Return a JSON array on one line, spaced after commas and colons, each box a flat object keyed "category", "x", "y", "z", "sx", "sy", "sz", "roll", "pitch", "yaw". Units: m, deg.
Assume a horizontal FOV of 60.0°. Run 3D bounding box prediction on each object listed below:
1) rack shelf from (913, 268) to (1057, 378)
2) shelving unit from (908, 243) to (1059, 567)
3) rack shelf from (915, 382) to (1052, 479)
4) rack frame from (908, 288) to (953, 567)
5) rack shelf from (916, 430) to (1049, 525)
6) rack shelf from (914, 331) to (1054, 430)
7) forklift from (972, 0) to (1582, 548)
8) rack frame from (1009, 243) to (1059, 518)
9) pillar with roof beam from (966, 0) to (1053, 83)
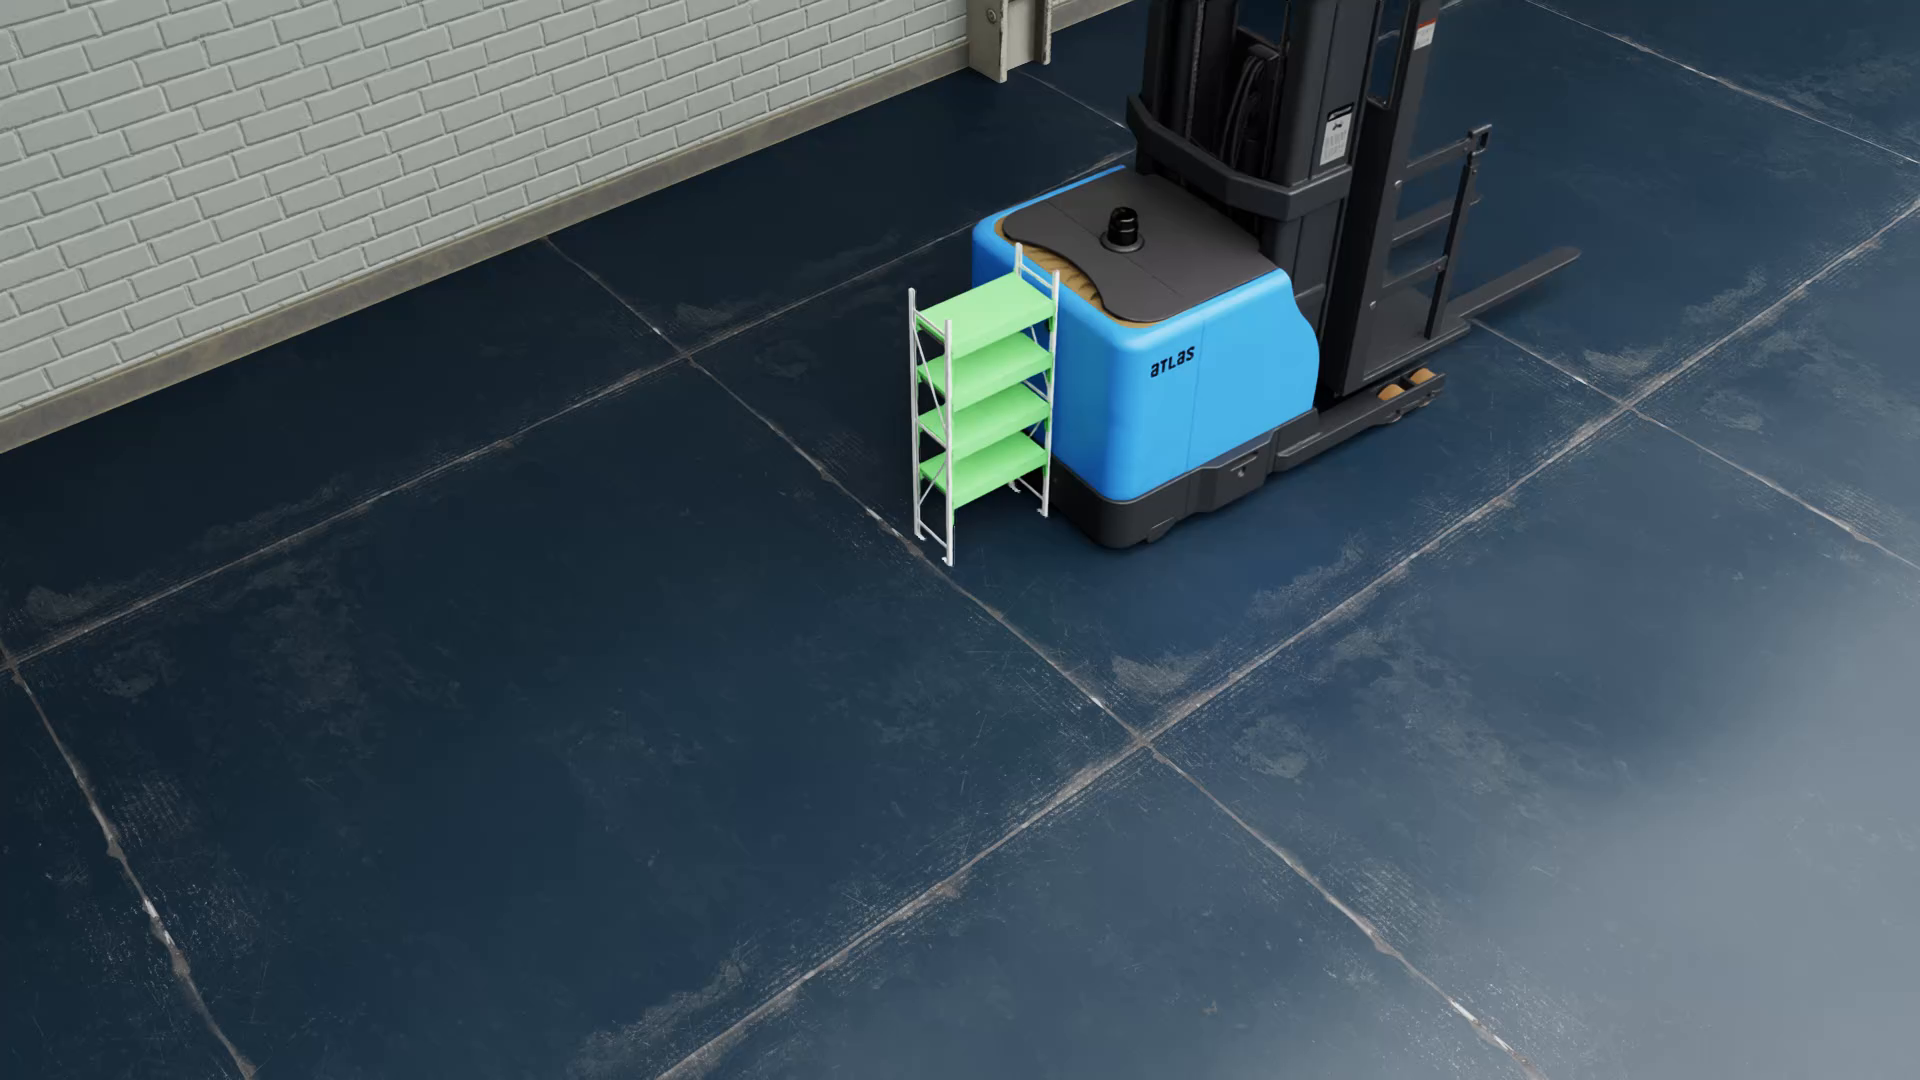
[{"category": "rack shelf", "x": 0.088, "y": -0.801, "z": 6.119, "sx": 0.480, "sy": 0.148, "sz": 0.258, "roll": -27, "pitch": 50, "yaw": -26}, {"category": "shelving unit", "x": 0.088, "y": -0.498, "z": 6.404, "sx": 0.503, "sy": 1.200, "sz": 0.258, "roll": -27, "pitch": 50, "yaw": -26}, {"category": "rack shelf", "x": 0.088, "y": -0.451, "z": 6.448, "sx": 0.480, "sy": 0.148, "sz": 0.258, "roll": -27, "pitch": 50, "yaw": -26}, {"category": "rack frame", "x": -0.108, "y": -0.398, "z": 6.297, "sx": 0.015, "sy": 1.200, "sz": 0.240, "roll": -27, "pitch": 50, "yaw": -26}, {"category": "rack shelf", "x": 0.088, "y": -0.276, "z": 6.612, "sx": 0.480, "sy": 0.148, "sz": 0.258, "roll": -27, "pitch": 50, "yaw": -26}, {"category": "rack shelf", "x": 0.088, "y": -0.626, "z": 6.283, "sx": 0.480, "sy": 0.148, "sz": 0.258, "roll": -27, "pitch": 50, "yaw": -26}, {"category": "forklift", "x": 1.525, "y": -1.851, "z": 6.580, "sx": 3.031, "sy": 2.935, "sz": 1.130, "roll": -26, "pitch": 49, "yaw": -25}, {"category": "rack frame", "x": 0.283, "y": -0.598, "z": 6.510, "sx": 0.015, "sy": 1.200, "sz": 0.240, "roll": -27, "pitch": 50, "yaw": -26}, {"category": "pillar with roof beam", "x": 3.044, "y": -3.808, "z": 4.231, "sx": 0.400, "sy": 9.000, "sz": 9.100, "roll": -30, "pitch": 51, "yaw": -28}]
